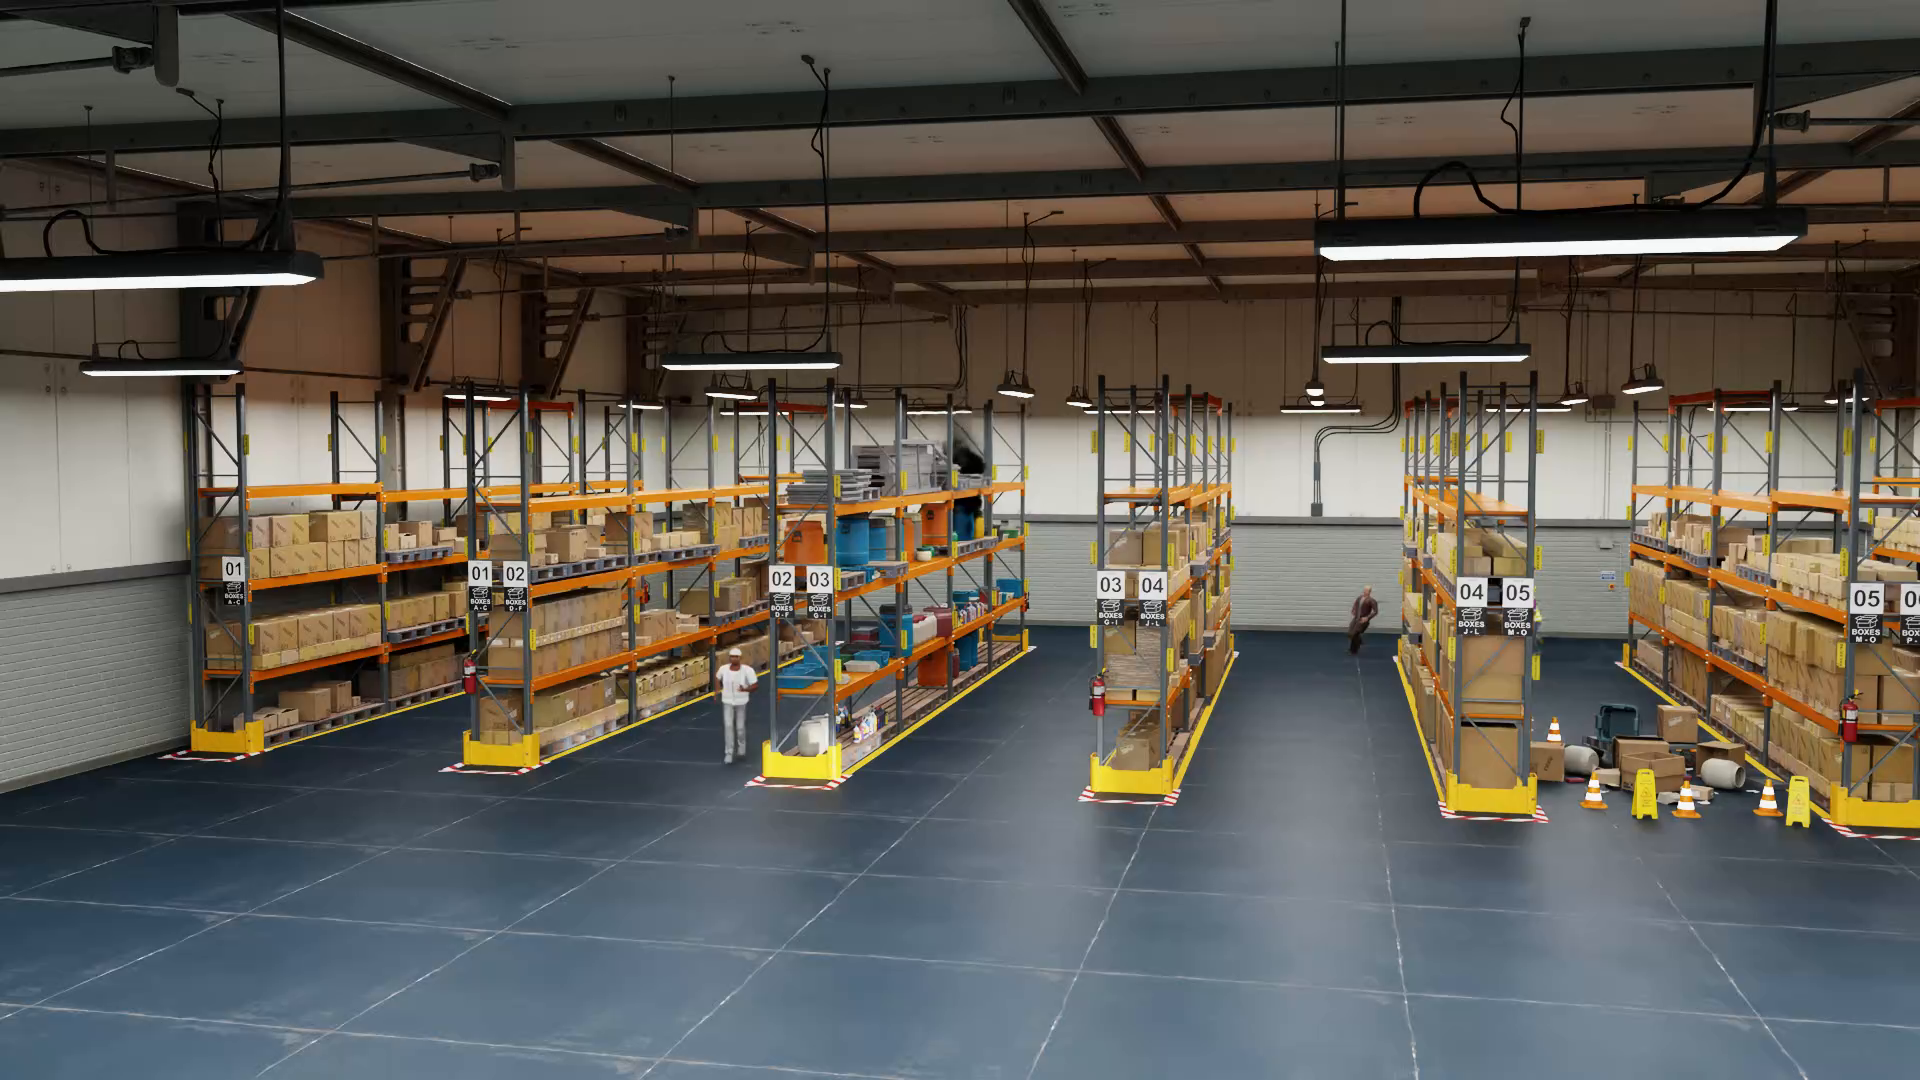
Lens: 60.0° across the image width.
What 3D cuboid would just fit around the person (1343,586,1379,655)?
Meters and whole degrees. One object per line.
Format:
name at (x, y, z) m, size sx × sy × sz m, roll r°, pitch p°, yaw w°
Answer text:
person at (9.554, 1.905, 39.459) m, size 0.601 × 1.675 × 0.857 m, roll -2°, pitch 4°, yaw -30°

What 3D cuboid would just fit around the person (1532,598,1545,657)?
person at (13.429, 1.930, 39.186) m, size 0.723 × 1.686 × 0.688 m, roll 0°, pitch 3°, yaw 4°

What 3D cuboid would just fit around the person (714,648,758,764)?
person at (-3.550, 2.588, 26.321) m, size 0.707 × 1.774 × 0.881 m, roll 0°, pitch 3°, yaw -2°
